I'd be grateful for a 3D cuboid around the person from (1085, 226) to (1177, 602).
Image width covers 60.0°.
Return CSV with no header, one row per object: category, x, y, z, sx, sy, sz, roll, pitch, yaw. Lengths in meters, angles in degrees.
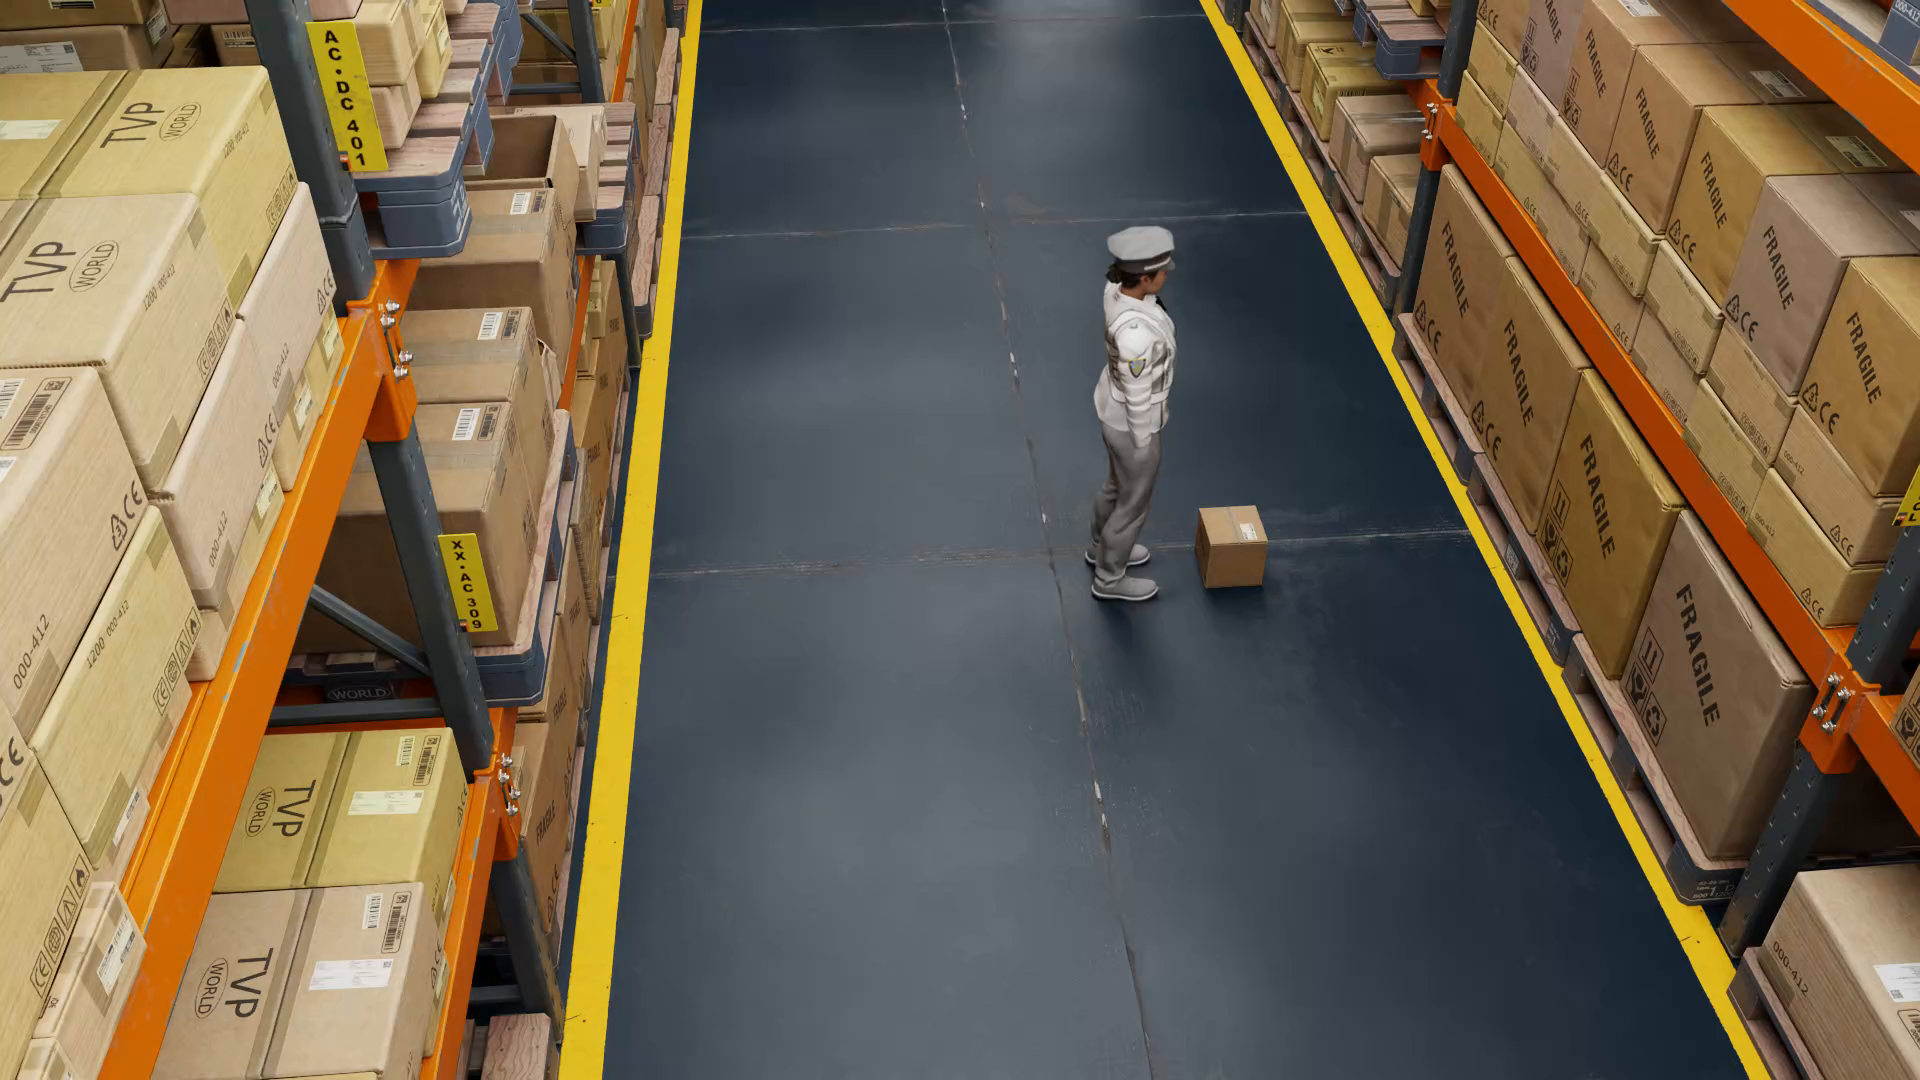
person,0.707,-0.499,6.766,0.329,1.664,0.468,-2,39,-3
